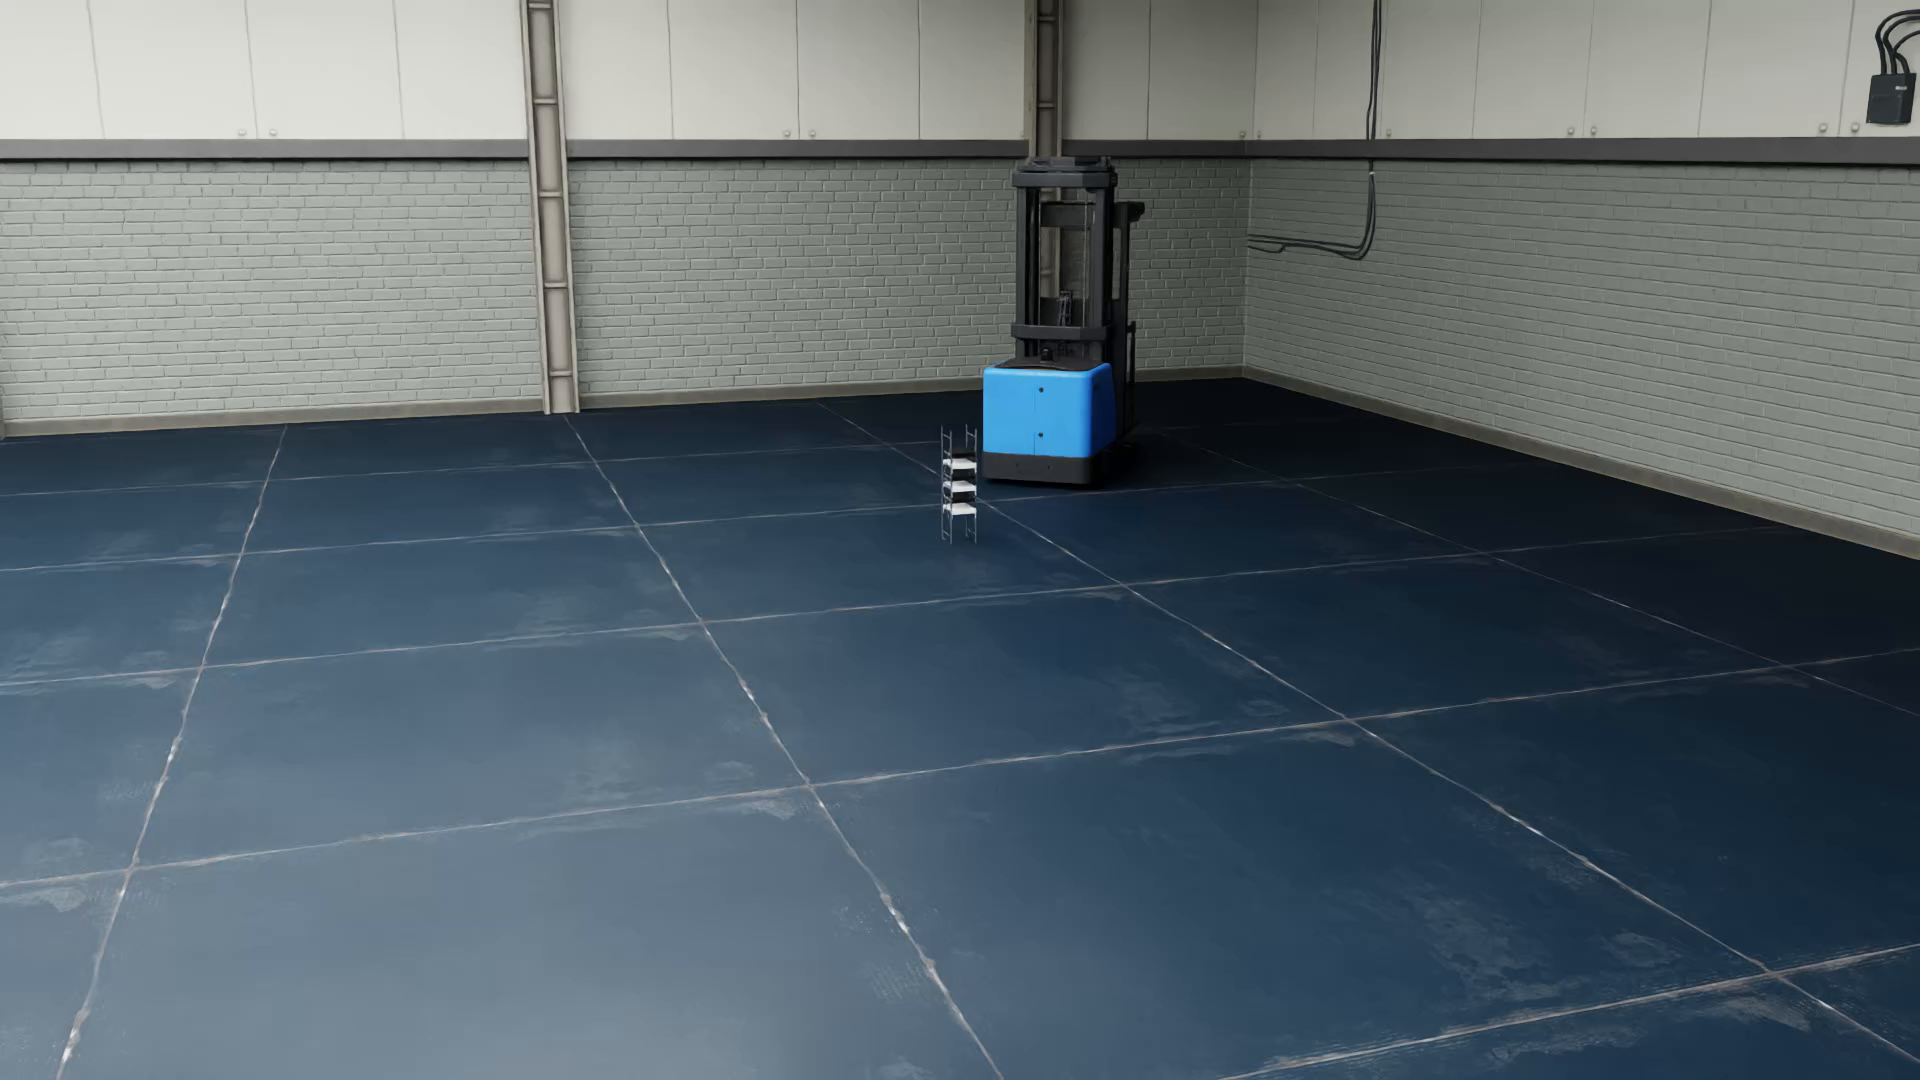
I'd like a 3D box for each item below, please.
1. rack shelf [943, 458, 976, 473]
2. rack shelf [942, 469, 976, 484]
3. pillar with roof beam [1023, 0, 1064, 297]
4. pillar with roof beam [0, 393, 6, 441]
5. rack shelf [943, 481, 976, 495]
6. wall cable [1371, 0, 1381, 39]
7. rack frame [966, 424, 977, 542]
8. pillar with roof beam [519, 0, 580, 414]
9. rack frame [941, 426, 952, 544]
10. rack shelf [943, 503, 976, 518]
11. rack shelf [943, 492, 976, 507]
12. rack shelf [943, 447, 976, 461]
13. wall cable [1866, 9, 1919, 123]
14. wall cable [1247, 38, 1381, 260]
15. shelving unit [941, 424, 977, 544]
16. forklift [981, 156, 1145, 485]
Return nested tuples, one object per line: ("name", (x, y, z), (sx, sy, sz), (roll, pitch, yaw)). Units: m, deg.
("rack shelf", (-0.008, -0.580, 13.002), (0.200, 0.077, 0.258), (-4, 14, -18))
("rack shelf", (-0.008, -0.492, 13.023), (0.200, 0.077, 0.258), (-4, 14, -18))
("pillar with roof beam", (2.396, -5.380, 16.315), (0.400, 9.000, 9.100), (-4, 14, -18))
("pillar with roof beam", (-8.977, -4.494, 12.591), (0.400, 9.000, 9.100), (-4, 14, -18))
("rack shelf", (-0.008, -0.405, 13.044), (0.200, 0.077, 0.258), (-4, 14, -18))
("wall cable", (5.100, -6.605, 17.259), (0.112, 2.526, 3.097), (-4, 14, -18))
("rack frame", (0.089, -0.445, 13.068), (0.006, 0.900, 0.240), (-4, 14, -18))
("pillar with roof beam", (-3.291, -4.937, 14.453), (0.400, 9.000, 9.100), (-4, 14, -18))
("rack frame", (-0.104, -0.430, 13.005), (0.006, 0.900, 0.240), (-4, 14, -18))
("rack shelf", (-0.008, -0.230, 13.086), (0.200, 0.077, 0.258), (-4, 14, -18))
("rack shelf", (-0.008, -0.317, 13.065), (0.200, 0.077, 0.258), (-4, 14, -18))
("rack shelf", (-0.008, -0.667, 12.981), (0.200, 0.077, 0.258), (-4, 14, -18))
("wall cable", (7.250, -5.823, 10.827), (0.169, 6.003, 2.305), (-4, 14, -18))
("wall cable", (4.237, -4.741, 20.338), (0.112, 2.526, 3.097), (-4, 14, -18))
("shelving unit", (-0.008, -0.437, 13.036), (0.210, 0.900, 0.258), (-4, 14, -18))
("forklift", (1.146, -2.223, 16.155), (1.130, 2.935, 3.031), (4, 14, 18))
